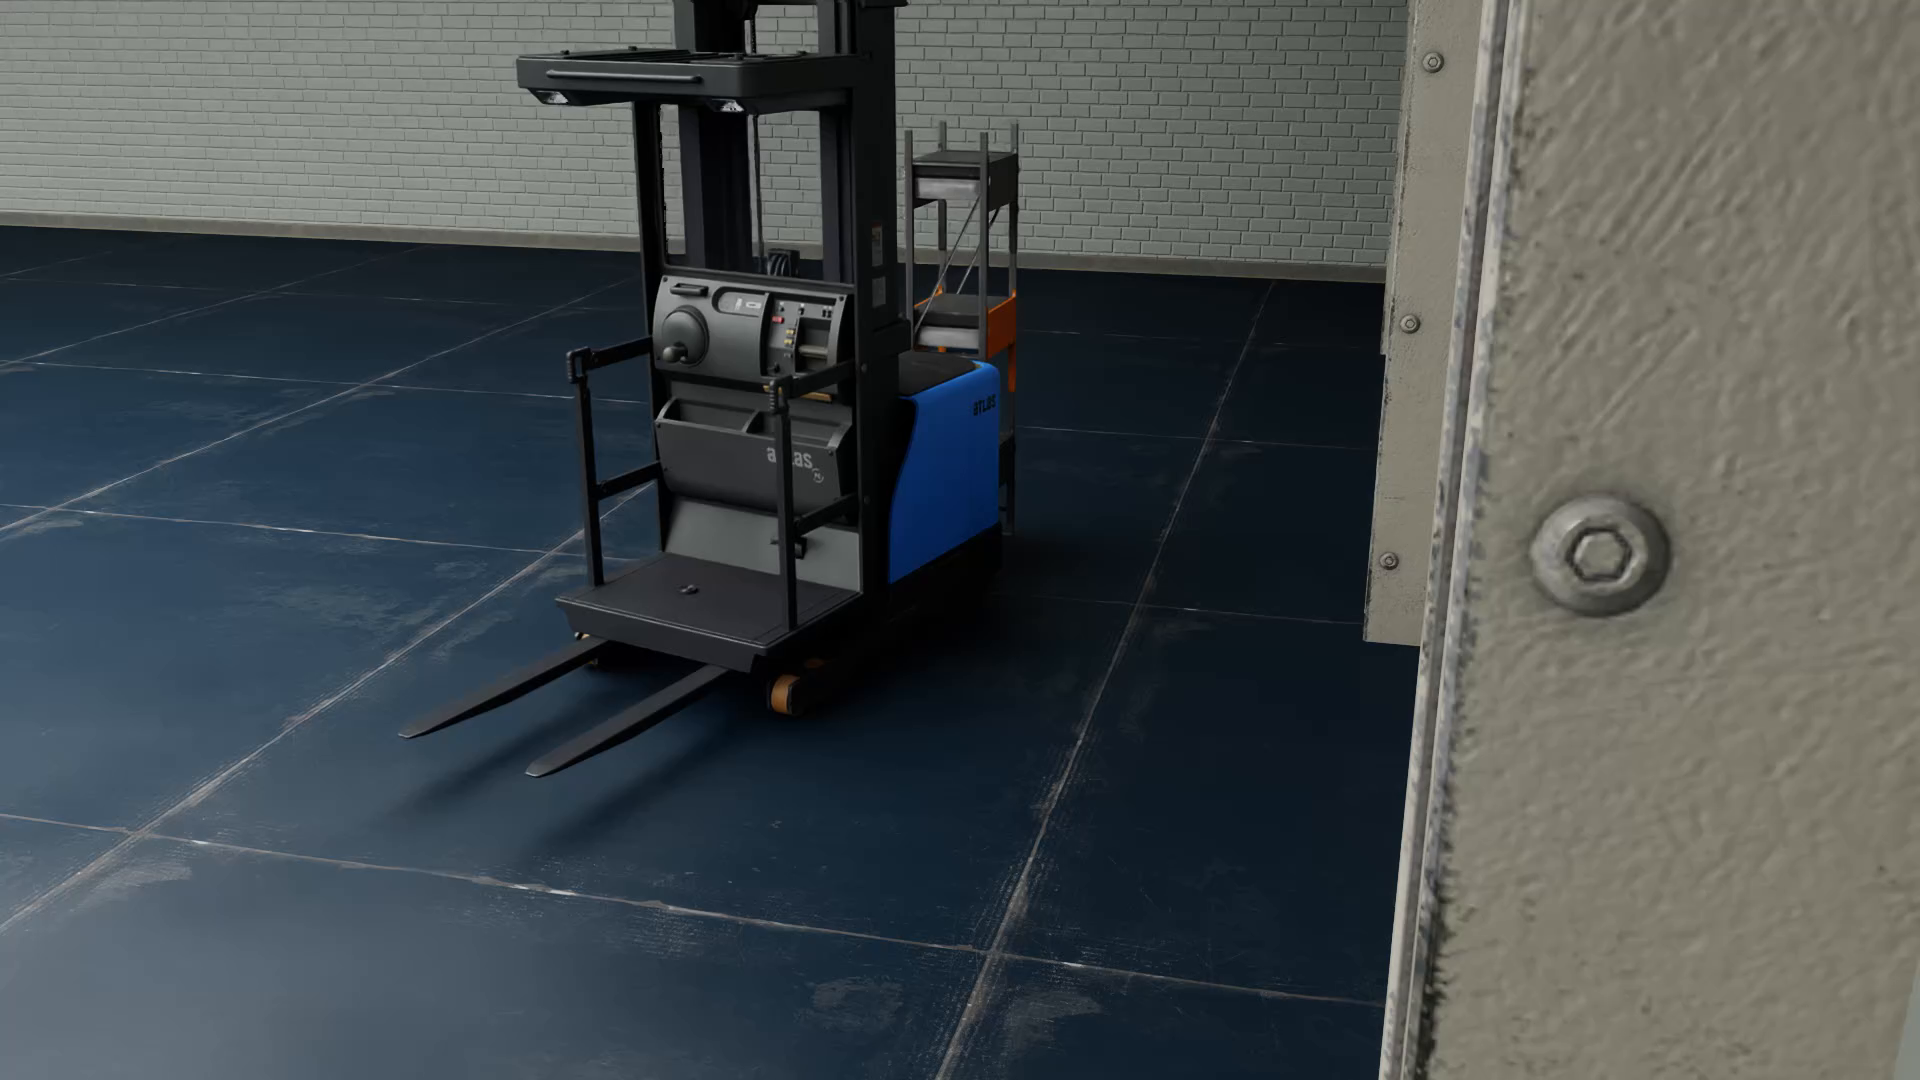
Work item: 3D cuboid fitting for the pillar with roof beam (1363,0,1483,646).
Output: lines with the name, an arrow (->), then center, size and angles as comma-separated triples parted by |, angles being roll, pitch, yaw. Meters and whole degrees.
pillar with roof beam -> -2.200, -4.203, 7.017 | 9.100, 9.000, 0.400 | 5, 19, 13

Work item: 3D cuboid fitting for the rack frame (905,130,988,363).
rack frame -> -0.065, -0.884, 7.973 | 0.400, 2.100, 0.015 | 6, 20, 17

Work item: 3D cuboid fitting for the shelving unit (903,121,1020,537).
shelving unit -> 0.013, -0.959, 8.192 | 0.431, 2.100, 0.503 | 6, 20, 17

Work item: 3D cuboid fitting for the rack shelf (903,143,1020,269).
rack shelf -> 0.013, -1.609, 7.971 | 0.431, 0.518, 0.480 | 6, 20, 17

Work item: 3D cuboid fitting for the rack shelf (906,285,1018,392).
rack shelf -> 0.013, -0.946, 8.197 | 0.431, 0.518, 0.480 | 6, 20, 17

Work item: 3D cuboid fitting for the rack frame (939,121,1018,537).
rack frame -> 0.090, -1.034, 8.412 | 0.400, 2.100, 0.015 | 6, 20, 17

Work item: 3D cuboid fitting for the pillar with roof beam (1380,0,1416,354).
pillar with roof beam -> -0.734, -6.084, 12.523 | 9.100, 9.000, 0.400 | 5, 19, 13

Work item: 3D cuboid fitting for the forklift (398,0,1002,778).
forklift -> -0.966, -0.856, 6.604 | 1.130, 2.935, 3.031 | 10, 21, 28

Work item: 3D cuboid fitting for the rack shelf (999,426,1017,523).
rack shelf -> 0.013, -0.284, 8.423 | 0.431, 0.518, 0.480 | 6, 20, 17
